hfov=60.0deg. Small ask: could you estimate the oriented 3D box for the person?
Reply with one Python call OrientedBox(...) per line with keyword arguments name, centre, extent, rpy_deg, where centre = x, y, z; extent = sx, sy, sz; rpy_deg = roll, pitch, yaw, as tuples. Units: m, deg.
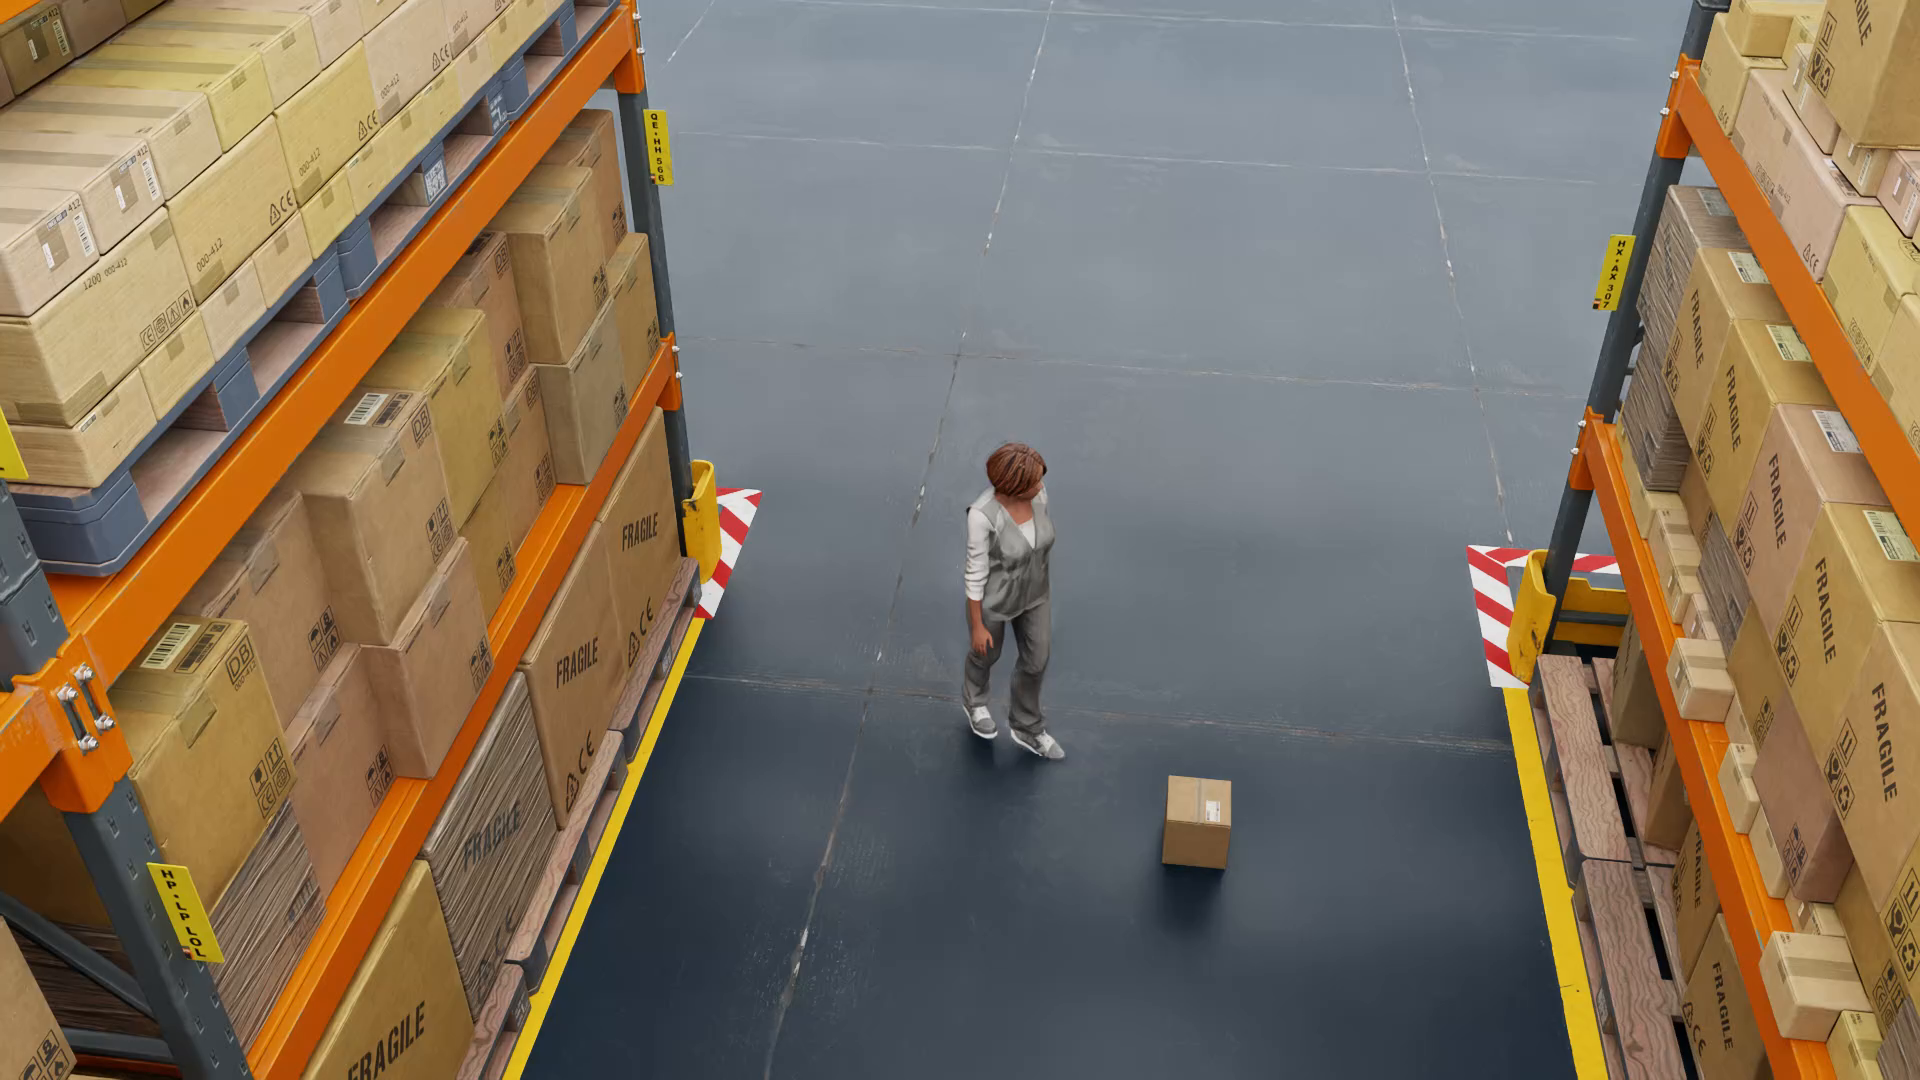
OrientedBox(name="person", centre=(0.158, 0.243, 6.750), extent=(0.434, 1.627, 0.502), rpy_deg=(-21, 41, -26))
